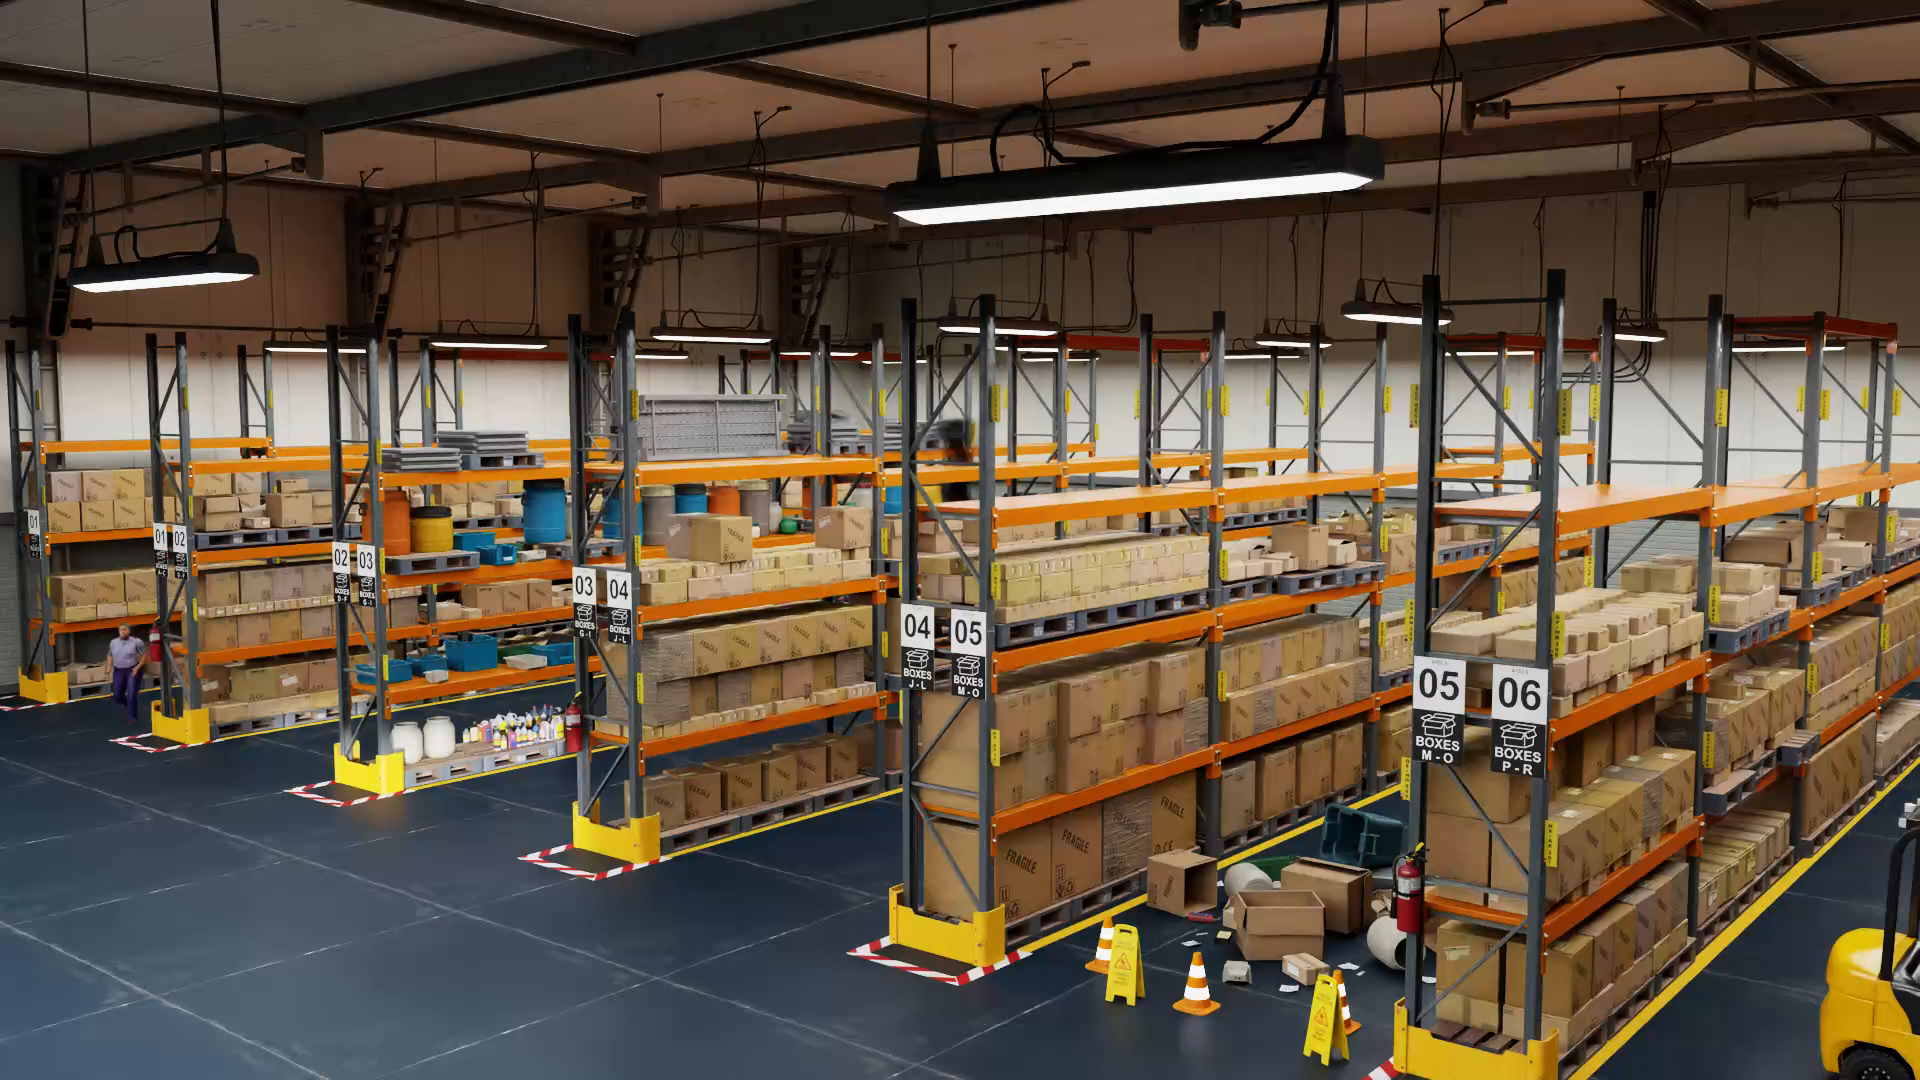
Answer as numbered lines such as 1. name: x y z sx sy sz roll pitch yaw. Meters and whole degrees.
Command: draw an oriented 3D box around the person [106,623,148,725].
1. person: -12.901 2.070 25.778 0.599 1.574 0.582 -1 5 -9
